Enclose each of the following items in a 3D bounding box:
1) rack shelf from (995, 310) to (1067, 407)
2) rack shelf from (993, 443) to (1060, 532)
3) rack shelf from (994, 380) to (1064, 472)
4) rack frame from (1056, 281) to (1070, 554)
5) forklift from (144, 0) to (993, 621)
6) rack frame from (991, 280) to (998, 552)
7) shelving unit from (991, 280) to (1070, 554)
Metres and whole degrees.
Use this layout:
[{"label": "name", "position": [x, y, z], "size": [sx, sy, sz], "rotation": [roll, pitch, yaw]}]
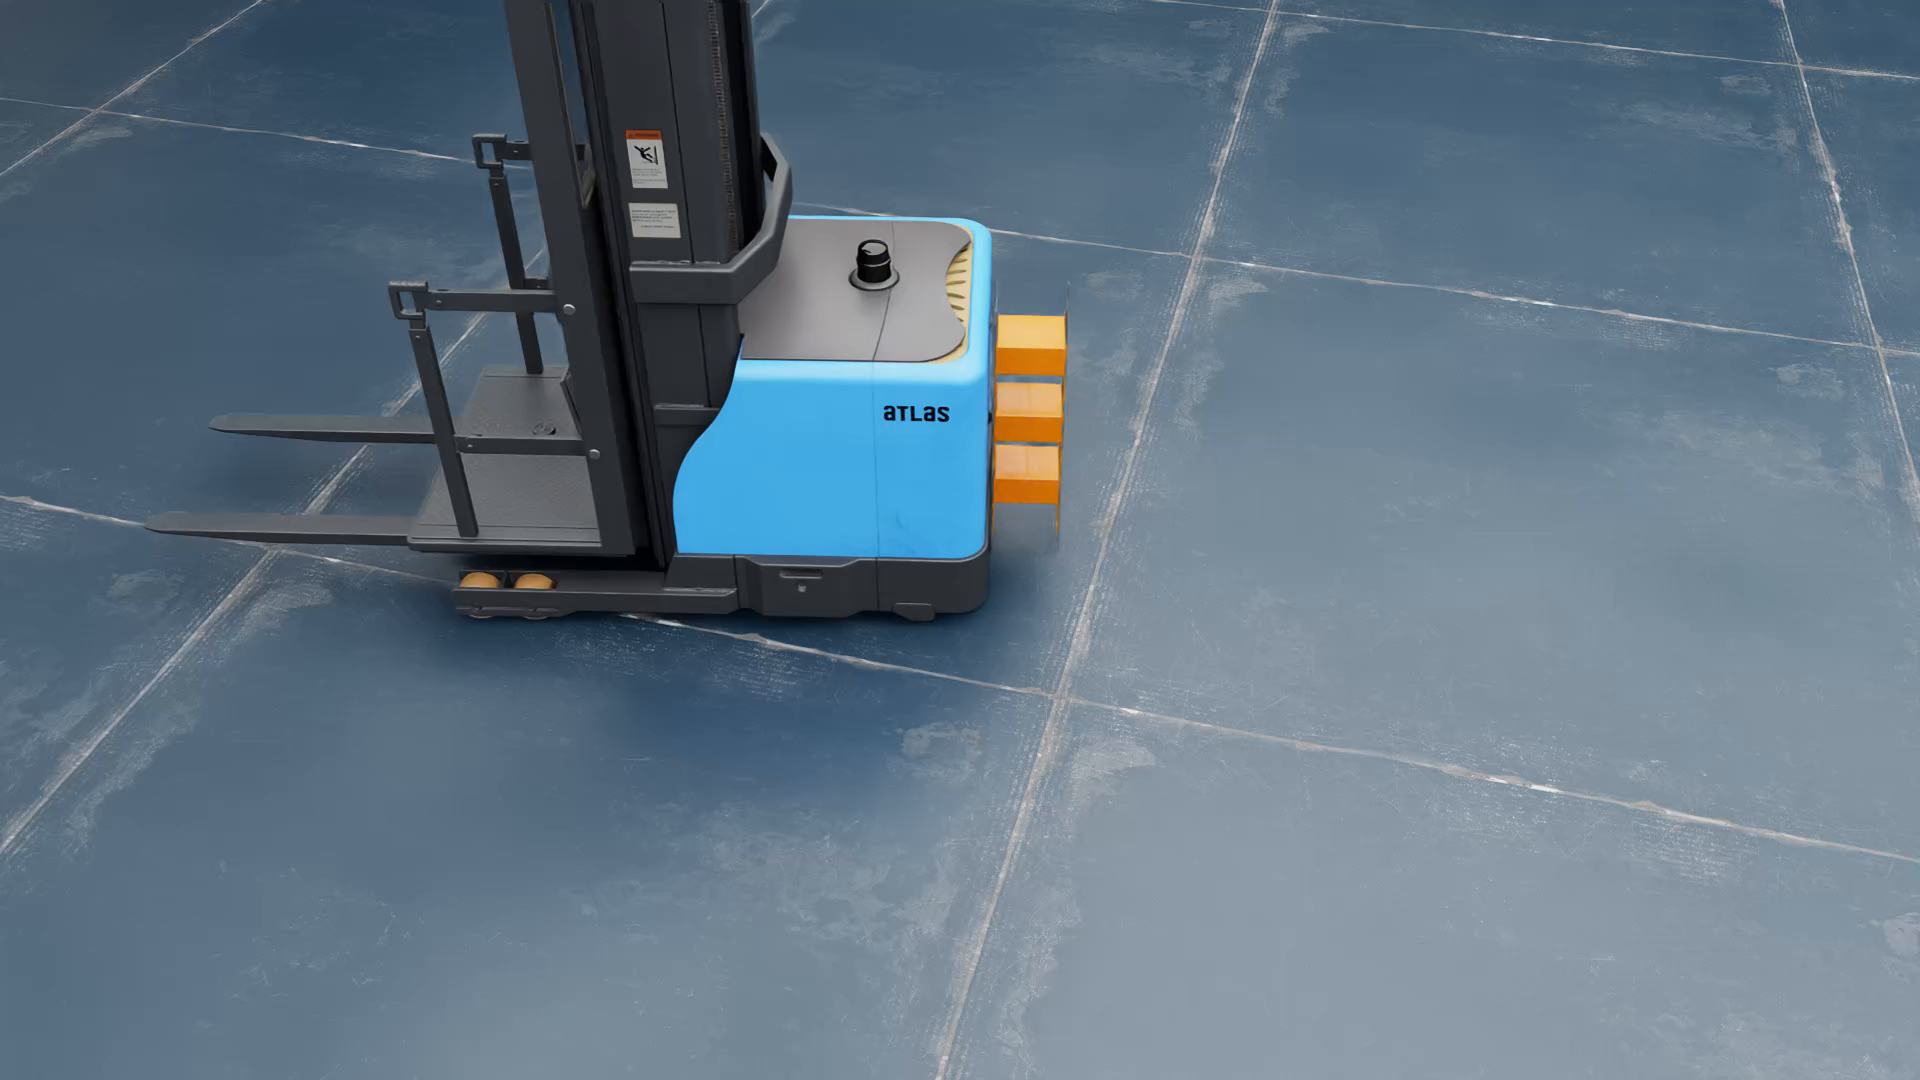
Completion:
[{"label": "rack shelf", "position": [0.244, -0.627, 5.756], "size": [0.240, 0.259, 0.215], "rotation": [1, 40, 1]}, {"label": "rack shelf", "position": [0.243, -0.197, 6.117], "size": [0.240, 0.259, 0.215], "rotation": [1, 40, 1]}, {"label": "rack shelf", "position": [0.244, -0.410, 5.938], "size": [0.240, 0.259, 0.215], "rotation": [1, 40, 1]}, {"label": "rack frame", "position": [0.365, -0.415, 5.928], "size": [0.008, 1.050, 0.200], "rotation": [1, 40, 1]}, {"label": "forklift", "position": [-1.403, -1.178, 5.374], "size": [3.031, 2.935, 1.130], "rotation": [1, 40, 1]}, {"label": "rack frame", "position": [0.122, -0.421, 5.935], "size": [0.008, 1.050, 0.200], "rotation": [1, 40, 1]}, {"label": "shelving unit", "position": [0.244, -0.418, 5.931], "size": [0.252, 1.050, 0.215], "rotation": [1, 40, 1]}]
